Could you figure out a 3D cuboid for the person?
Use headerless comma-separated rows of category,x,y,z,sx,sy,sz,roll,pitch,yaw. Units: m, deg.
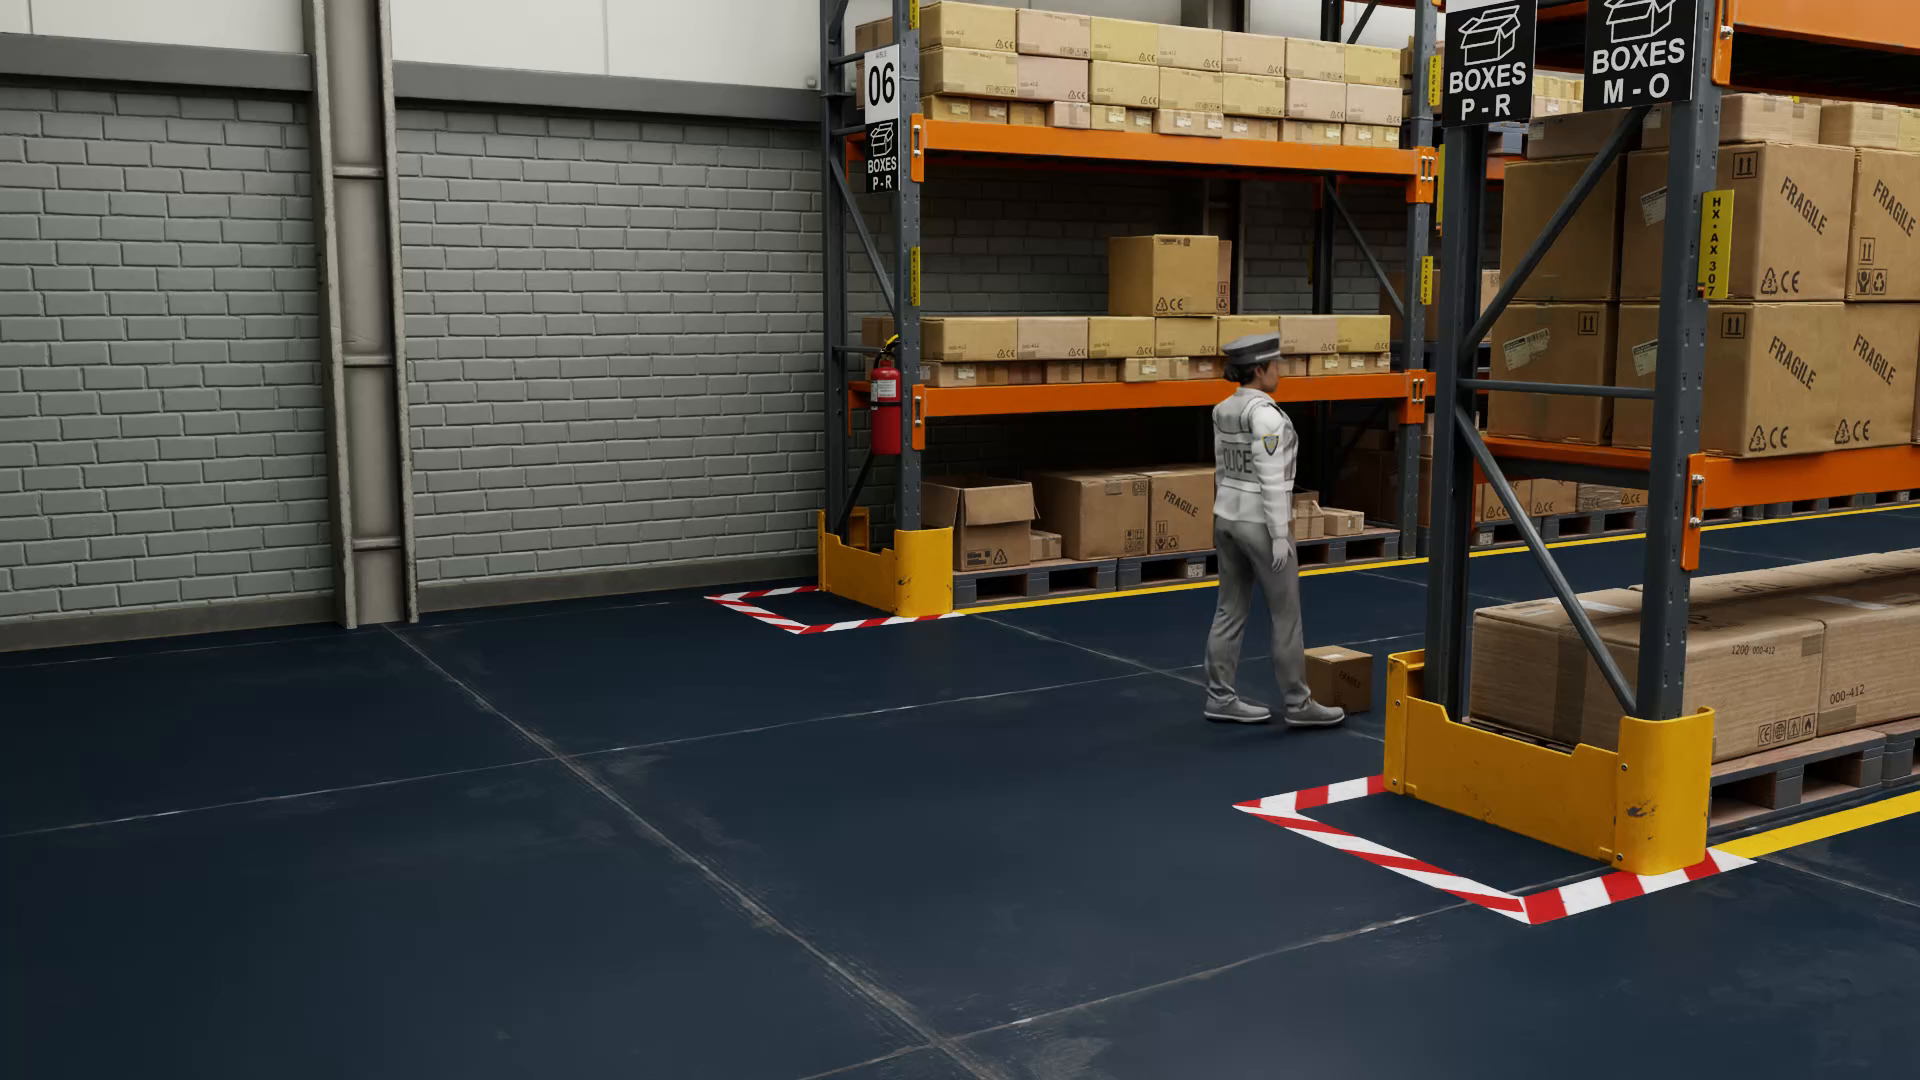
person,1.348,-0.050,7.091,0.545,1.677,0.488,-3,9,-20
